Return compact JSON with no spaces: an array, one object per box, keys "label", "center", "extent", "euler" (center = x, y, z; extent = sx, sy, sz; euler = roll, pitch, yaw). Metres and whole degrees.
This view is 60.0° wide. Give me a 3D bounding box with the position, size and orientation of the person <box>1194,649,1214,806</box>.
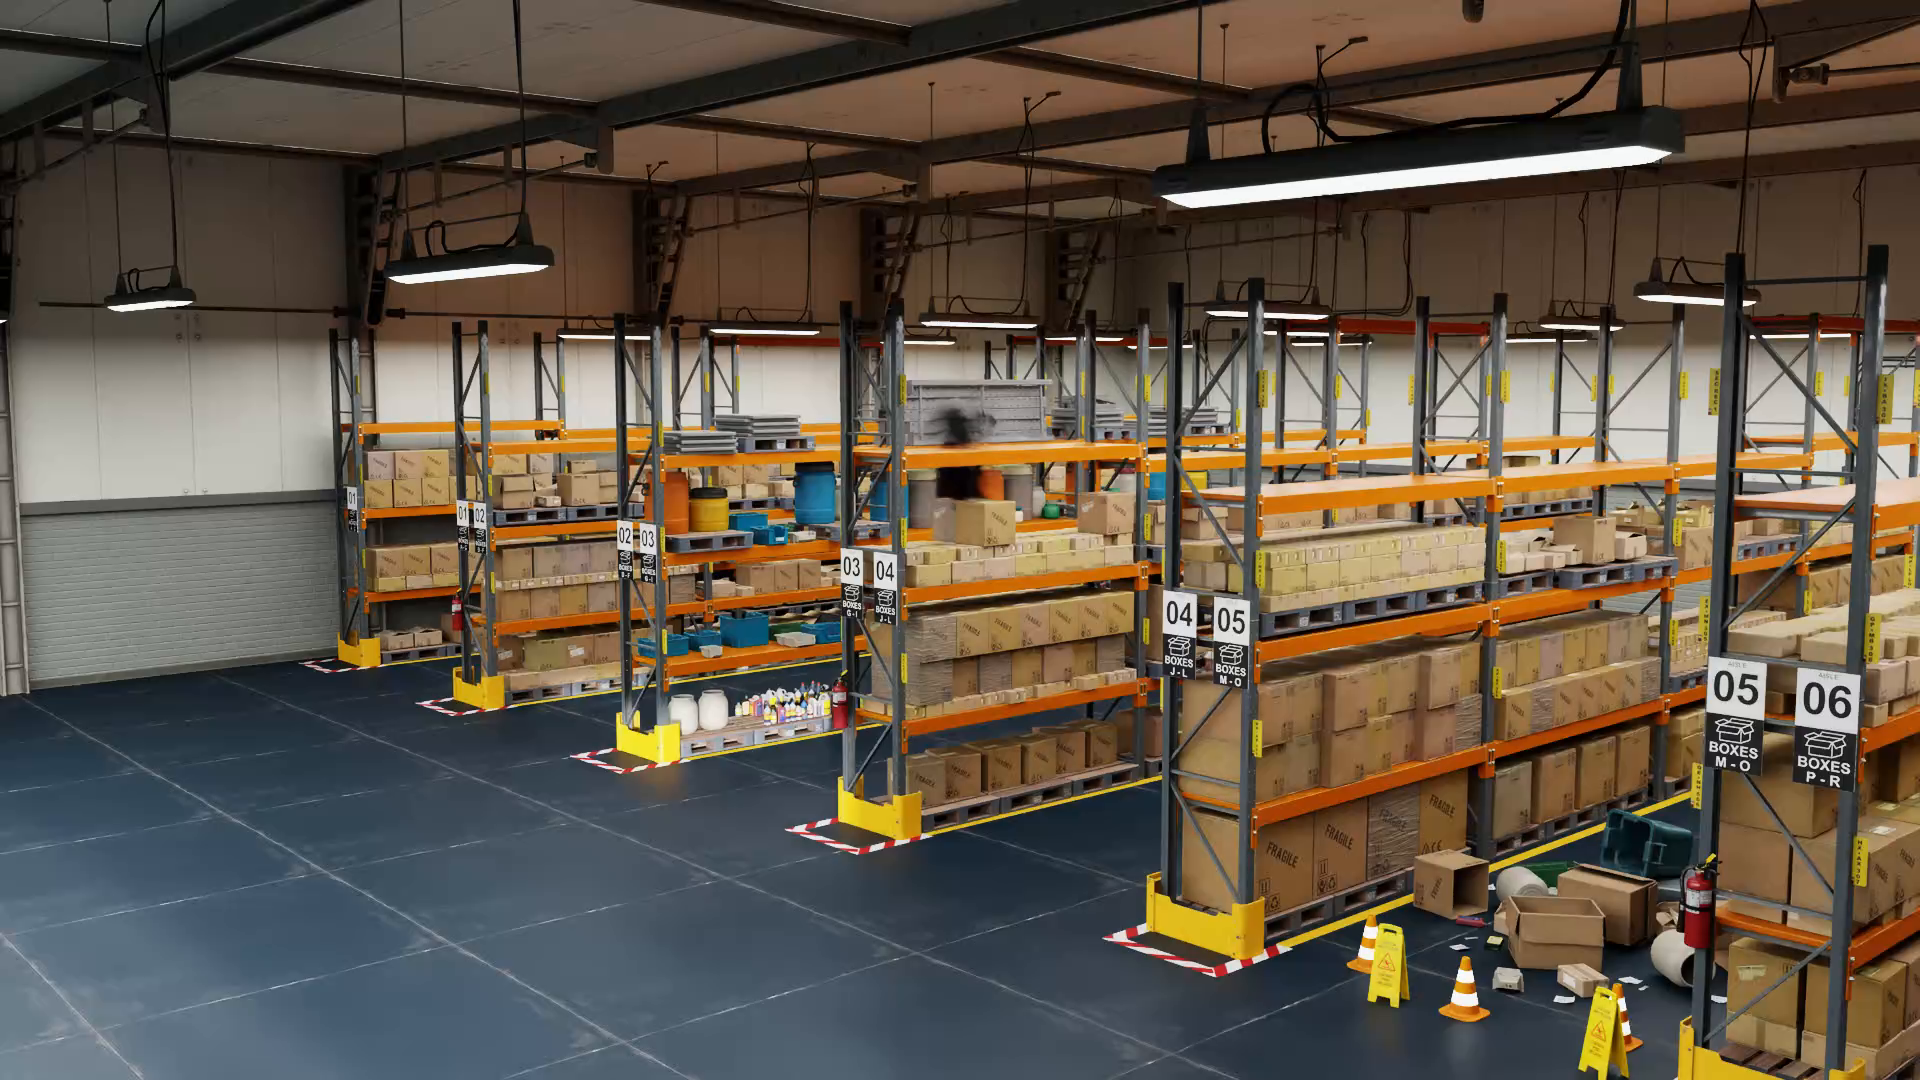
[{"label":"person","center":[2.802,2.156,18.798],"extent":[0.664,1.843,0.687],"euler":[4,7,35]}]
